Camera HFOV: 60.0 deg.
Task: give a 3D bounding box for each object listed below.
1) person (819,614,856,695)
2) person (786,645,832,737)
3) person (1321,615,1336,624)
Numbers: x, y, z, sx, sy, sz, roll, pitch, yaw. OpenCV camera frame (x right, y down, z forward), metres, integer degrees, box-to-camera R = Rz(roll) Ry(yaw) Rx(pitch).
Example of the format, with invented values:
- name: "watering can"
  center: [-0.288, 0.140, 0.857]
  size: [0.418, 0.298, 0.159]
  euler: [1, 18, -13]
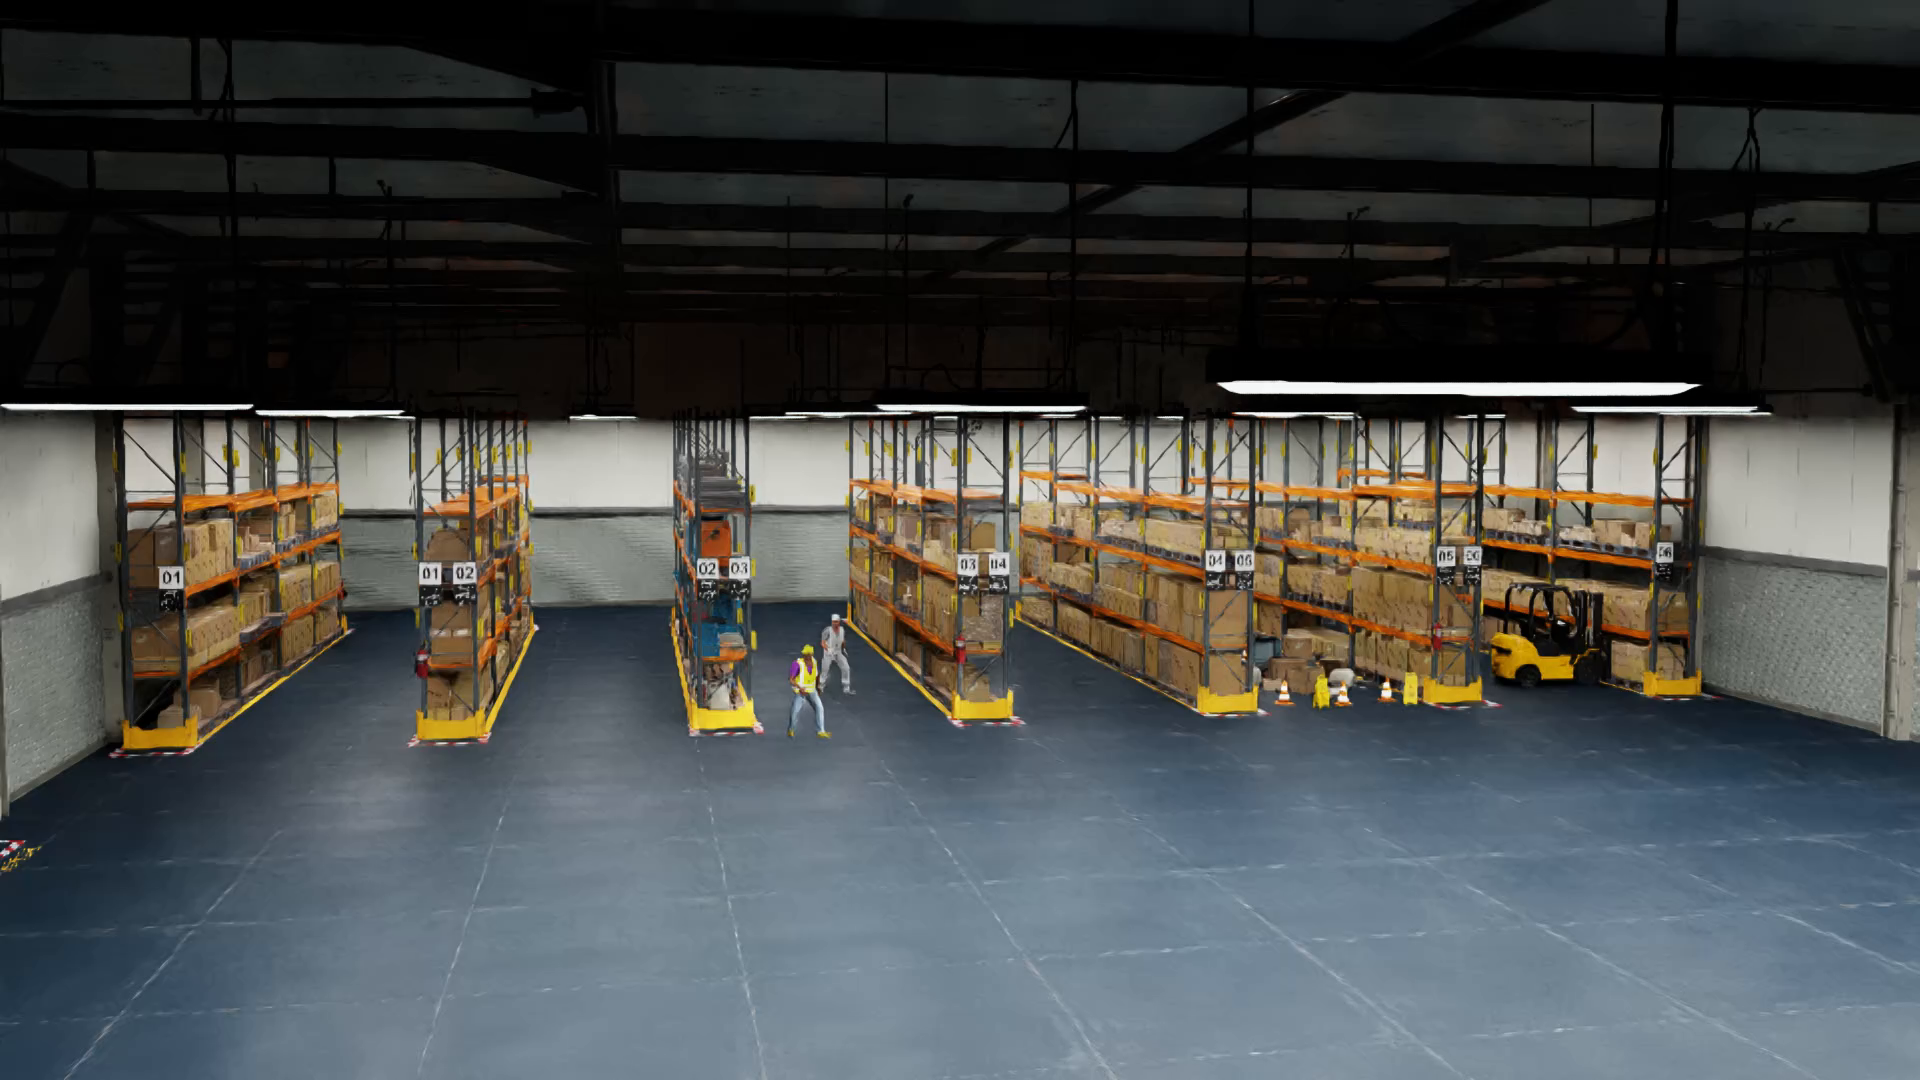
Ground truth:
- name: "person"
  center: [-2.639, 2.380, 34.794]
  size: [0.676, 1.719, 0.842]
  euler: [-2, 5, -27]
- name: "person"
  center: [-2.802, 2.723, 30.114]
  size: [0.714, 1.697, 0.823]
  euler: [-2, 5, -29]
- name: "person"
  center: [10.349, 1.540, 47.020]
  size: [0.557, 1.651, 0.591]
  euler: [1, 4, 8]
